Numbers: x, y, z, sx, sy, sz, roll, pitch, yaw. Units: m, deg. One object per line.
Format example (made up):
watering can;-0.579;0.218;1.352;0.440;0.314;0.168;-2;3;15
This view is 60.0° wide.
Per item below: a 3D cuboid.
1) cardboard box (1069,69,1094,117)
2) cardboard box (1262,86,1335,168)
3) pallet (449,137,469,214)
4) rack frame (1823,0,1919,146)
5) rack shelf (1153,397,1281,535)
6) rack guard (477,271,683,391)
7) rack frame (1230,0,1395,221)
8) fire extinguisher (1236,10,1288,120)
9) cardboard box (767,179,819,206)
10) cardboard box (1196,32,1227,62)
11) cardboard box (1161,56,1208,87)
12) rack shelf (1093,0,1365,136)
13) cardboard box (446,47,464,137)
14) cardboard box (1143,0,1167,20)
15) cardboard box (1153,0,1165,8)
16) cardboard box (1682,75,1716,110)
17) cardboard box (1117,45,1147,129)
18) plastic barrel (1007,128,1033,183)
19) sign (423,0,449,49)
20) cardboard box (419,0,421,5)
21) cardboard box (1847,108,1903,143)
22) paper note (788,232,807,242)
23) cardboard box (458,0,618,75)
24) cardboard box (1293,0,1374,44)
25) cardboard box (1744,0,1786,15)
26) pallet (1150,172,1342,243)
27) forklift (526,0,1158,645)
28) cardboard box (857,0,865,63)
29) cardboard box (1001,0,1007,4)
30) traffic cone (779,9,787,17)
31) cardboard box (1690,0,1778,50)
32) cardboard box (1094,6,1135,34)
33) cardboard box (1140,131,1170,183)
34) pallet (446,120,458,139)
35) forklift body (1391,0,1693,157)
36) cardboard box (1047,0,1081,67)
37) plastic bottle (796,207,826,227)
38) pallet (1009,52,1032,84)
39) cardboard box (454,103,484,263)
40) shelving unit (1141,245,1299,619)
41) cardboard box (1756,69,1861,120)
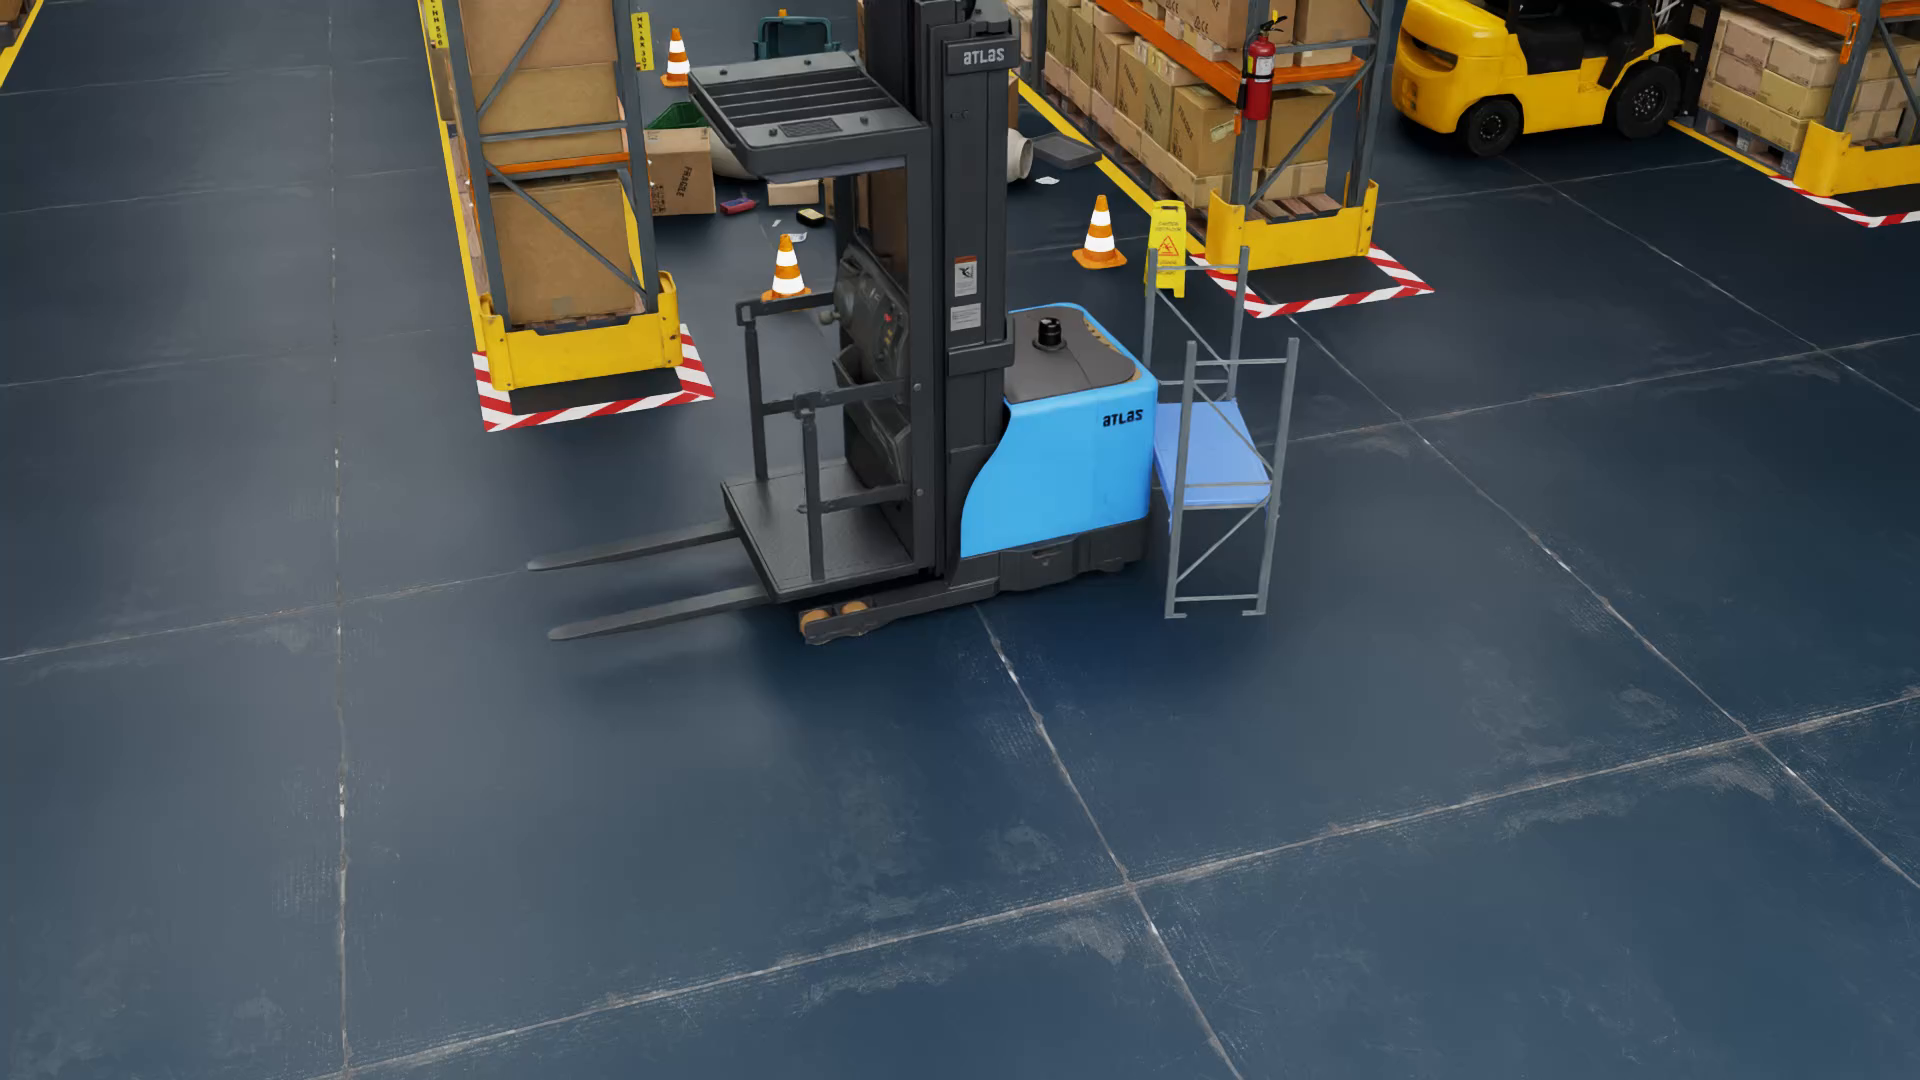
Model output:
cardboard box;1.222;-3.729;13.786;0.500;0.250;0.500;-8;34;-12
cardboard box;2.356;-3.058;12.089;0.500;0.500;0.500;-11;35;-16
pallet;-3.400;-2.873;12.907;1.003;0.211;1.213;-10;35;-15
rack frame;7.072;-4.071;12.190;1.000;3.000;0.127;-10;35;-15
rack shelf;1.218;-0.386;8.300;0.538;0.185;1.000;-2;34;-3
rack guard;-2.330;-1.293;10.254;1.175;0.500;0.348;-10;35;-15
rack frame;2.346;-3.234;10.924;1.000;3.000;0.127;-10;35;-15
fire extinguisher;1.942;-3.065;10.737;0.296;0.674;0.183;-10;35;-15
cardboard box;-1.279;-2.716;12.619;0.396;0.266;0.258;-4;34;-6
cardboard box;1.845;-3.404;11.409;0.380;0.149;0.250;-10;35;-15
cardboard box;1.677;-3.404;12.025;0.380;0.149;0.250;-9;35;-13
rack shelf;1.736;-3.984;12.711;1.077;0.370;4.000;-10;35;-15
cardboard box;-2.682;-2.884;10.257;0.875;0.550;0.550;-10;35;-15
cardboard box;1.571;-3.950;12.234;0.380;0.149;0.250;-10;35;-15
cardboard box;1.620;-4.166;11.973;0.500;0.500;0.500;-10;35;-15
cardboard box;6.341;-3.820;13.923;0.500;0.250;0.500;-10;35;-14
cardboard box;1.544;-3.492;12.746;0.500;0.500;0.500;-11;35;-16
plastic barrel;0.274;-2.989;12.890;0.512;0.421;0.421;13;36;18
sign;-2.858;-2.847;9.072;0.100;0.325;0.005;-10;35;-15
cardboard box;-4.408;-4.992;15.244;1.050;0.750;0.750;-9;35;-14
cardboard box;7.108;-3.390;13.272;0.500;0.250;0.500;-10;35;-15
paper note;-1.186;-2.196;12.048;0.144;0.017;0.142;1;33;2
cardboard box;-2.414;-3.063;9.550;0.875;0.550;0.550;-10;35;-15
cardboard box;2.466;-3.696;11.261;0.500;0.500;0.500;-11;35;-15
cardboard box;6.808;-4.327;13.783;0.500;0.250;0.500;-10;35;-15
pallet;2.109;-2.543;12.408;1.003;0.211;1.213;-10;35;-15
forklift;-0.600;-1.049;7.679;3.031;2.935;1.130;-12;35;-18
cardboard box;-0.560;-4.292;14.106;0.500;0.500;0.500;-10;35;-15
cardboard box;0.741;-5.065;15.697;0.950;0.372;0.625;-8;34;-12
traffic cone;-1.626;-4.676;15.406;0.336;0.463;0.334;-10;35;-15
cardboard box;6.310;-4.236;13.646;0.500;0.250;0.500;-10;35;-14
cardboard box;1.273;-4.105;13.086;0.380;0.149;0.250;-8;34;-12
cardboard box;1.693;-2.915;12.554;0.500;0.250;0.500;-10;35;-15
pallet;-3.864;-3.678;14.125;1.003;0.211;1.213;-10;35;-15
forklift body;4.756;-4.406;13.466;2.313;2.155;1.214;-10;35;-15
cardboard box;1.049;-4.320;14.000;0.500;0.500;0.500;-8;34;-12
plastic bottle;-1.124;-2.399;12.325;0.133;0.061;0.283;-23;40;-31
pallet;0.887;-4.580;15.489;1.003;0.211;1.213;-10;35;-15
cardboard box;-2.877;-2.444;11.274;0.875;0.875;0.875;-11;35;-15
shelving unit;1.218;-0.536;8.201;0.538;1.500;1.048;-2;34;-3
cardboard box;6.626;-3.511;13.002;0.500;0.250;0.500;-10;35;-15
